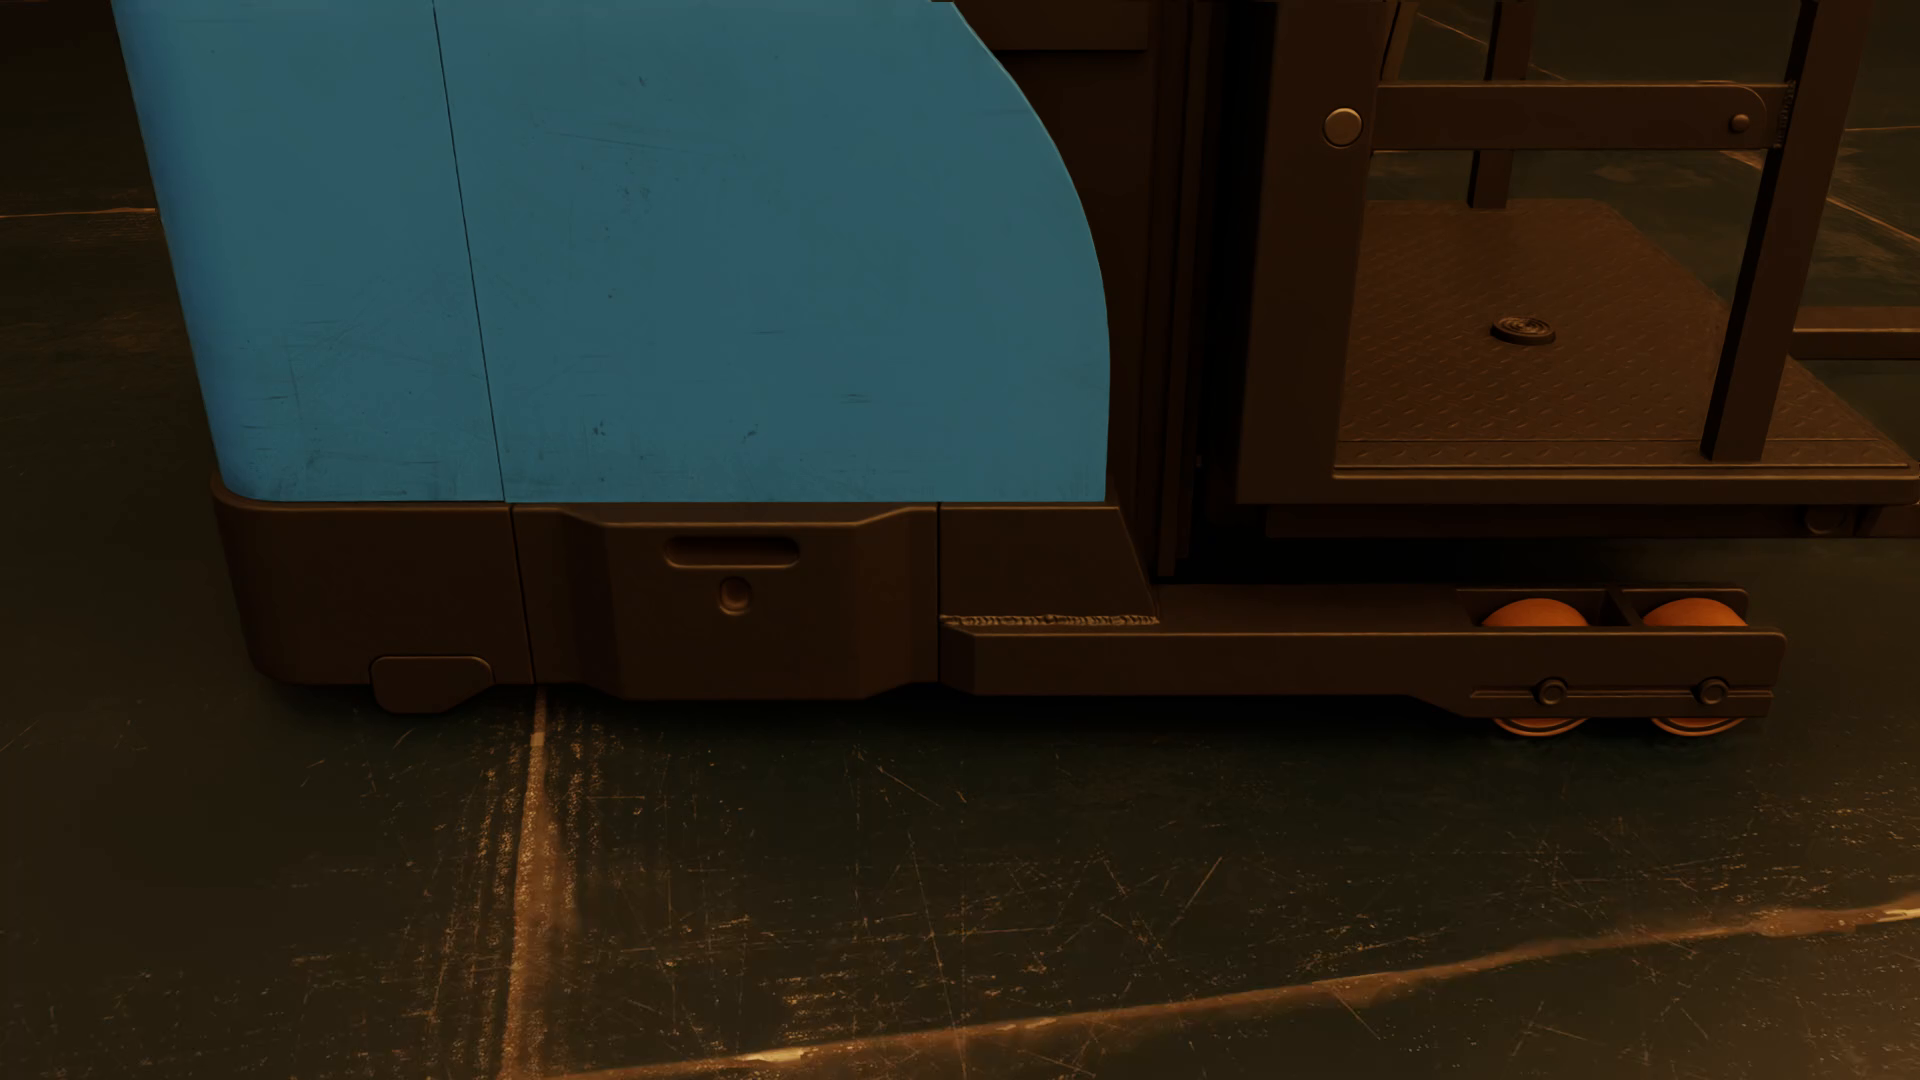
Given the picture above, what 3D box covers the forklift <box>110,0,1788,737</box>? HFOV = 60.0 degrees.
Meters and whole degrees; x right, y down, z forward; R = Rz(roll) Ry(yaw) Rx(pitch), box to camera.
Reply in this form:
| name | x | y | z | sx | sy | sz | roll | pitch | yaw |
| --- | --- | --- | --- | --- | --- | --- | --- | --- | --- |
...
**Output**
| name | x | y | z | sx | sy | sz | roll | pitch | yaw |
| --- | --- | --- | --- | --- | --- | --- | --- | --- | --- |
| forklift | 0.618 | -1.303 | 1.829 | 3.031 | 2.935 | 1.130 | 0 | 28 | 0 |
